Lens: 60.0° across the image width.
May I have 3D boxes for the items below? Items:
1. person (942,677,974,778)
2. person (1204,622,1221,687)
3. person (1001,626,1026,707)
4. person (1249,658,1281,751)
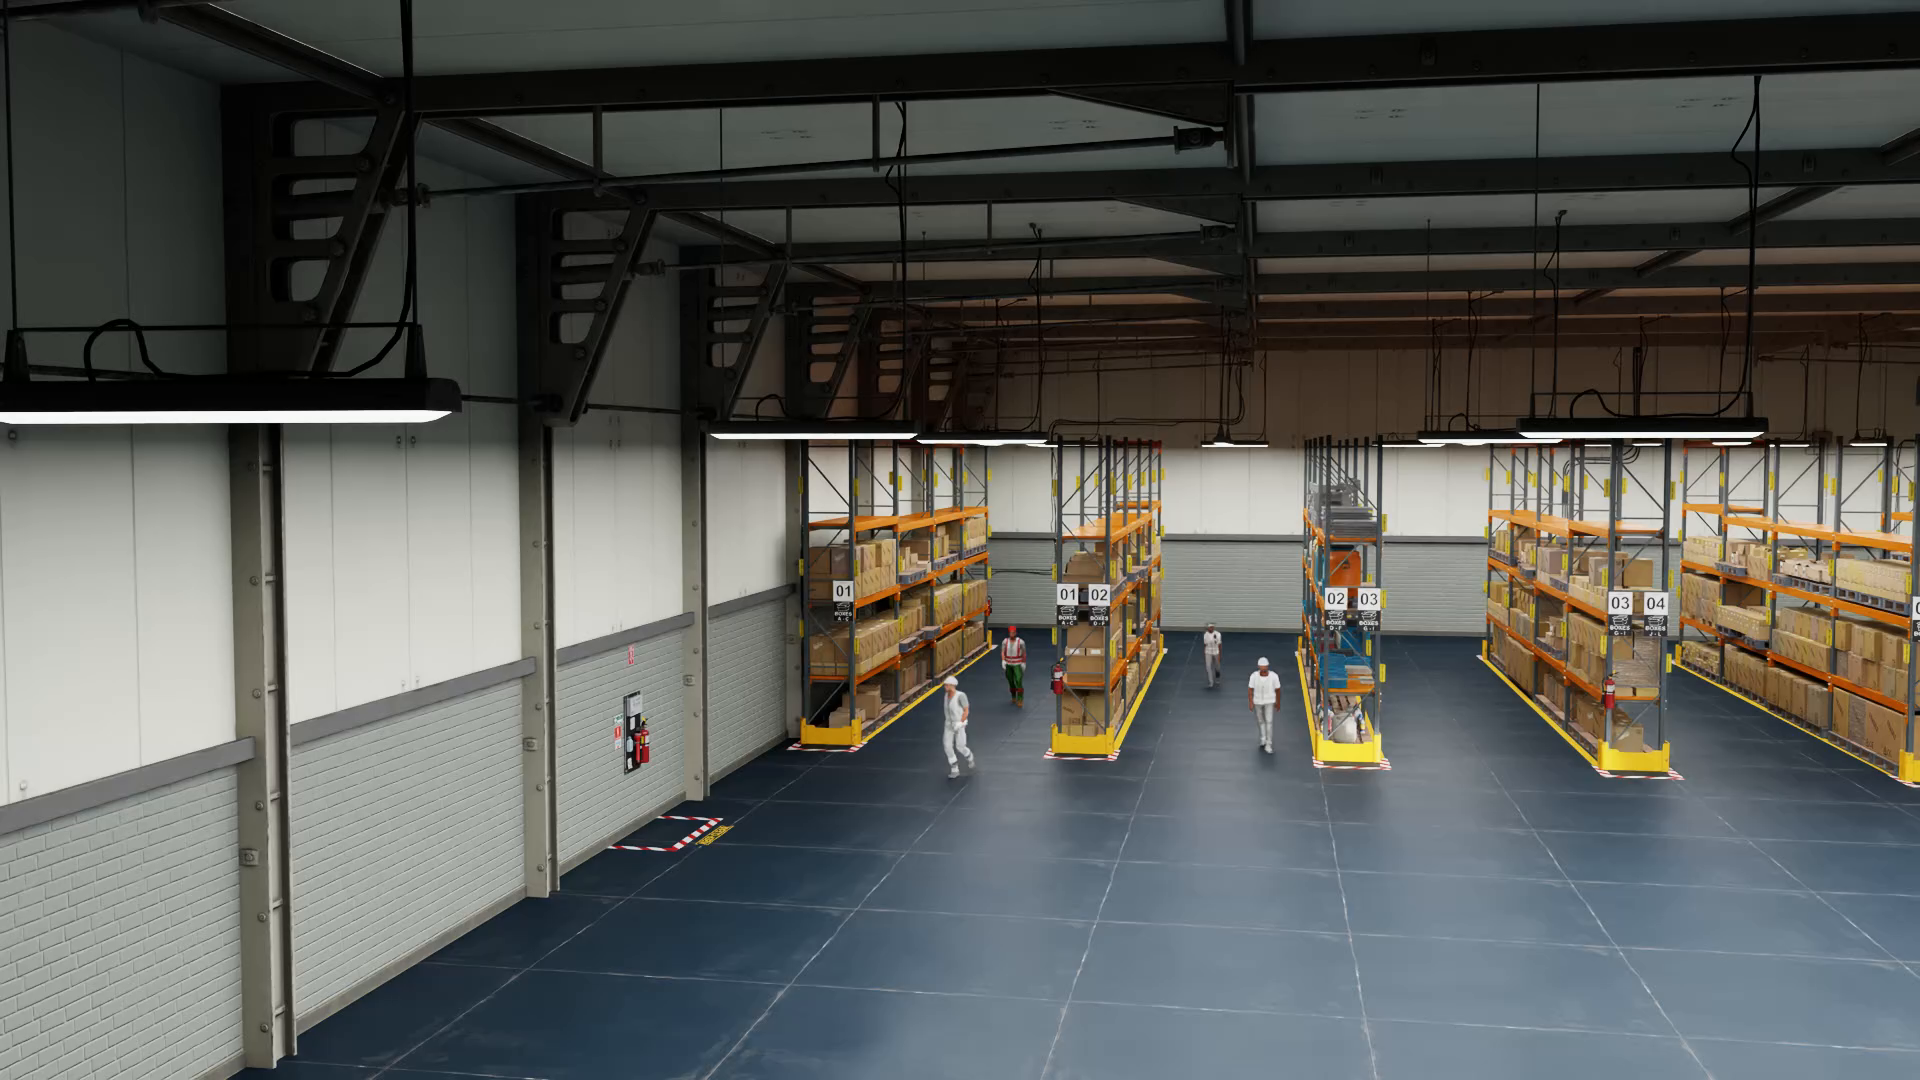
[{"bbox_3d":[-0.052,3.267,29.225,0.581,1.754,0.685,2,4,35],"label":"person"},{"bbox_3d":[6.134,2.753,40.407,0.434,1.541,0.976,1,3,15],"label":"person"},{"bbox_3d":[1.218,2.812,37.333,0.631,1.762,0.812,1,3,22],"label":"person"},{"bbox_3d":[5.795,3.110,31.779,0.587,1.720,0.925,1,3,24],"label":"person"}]
